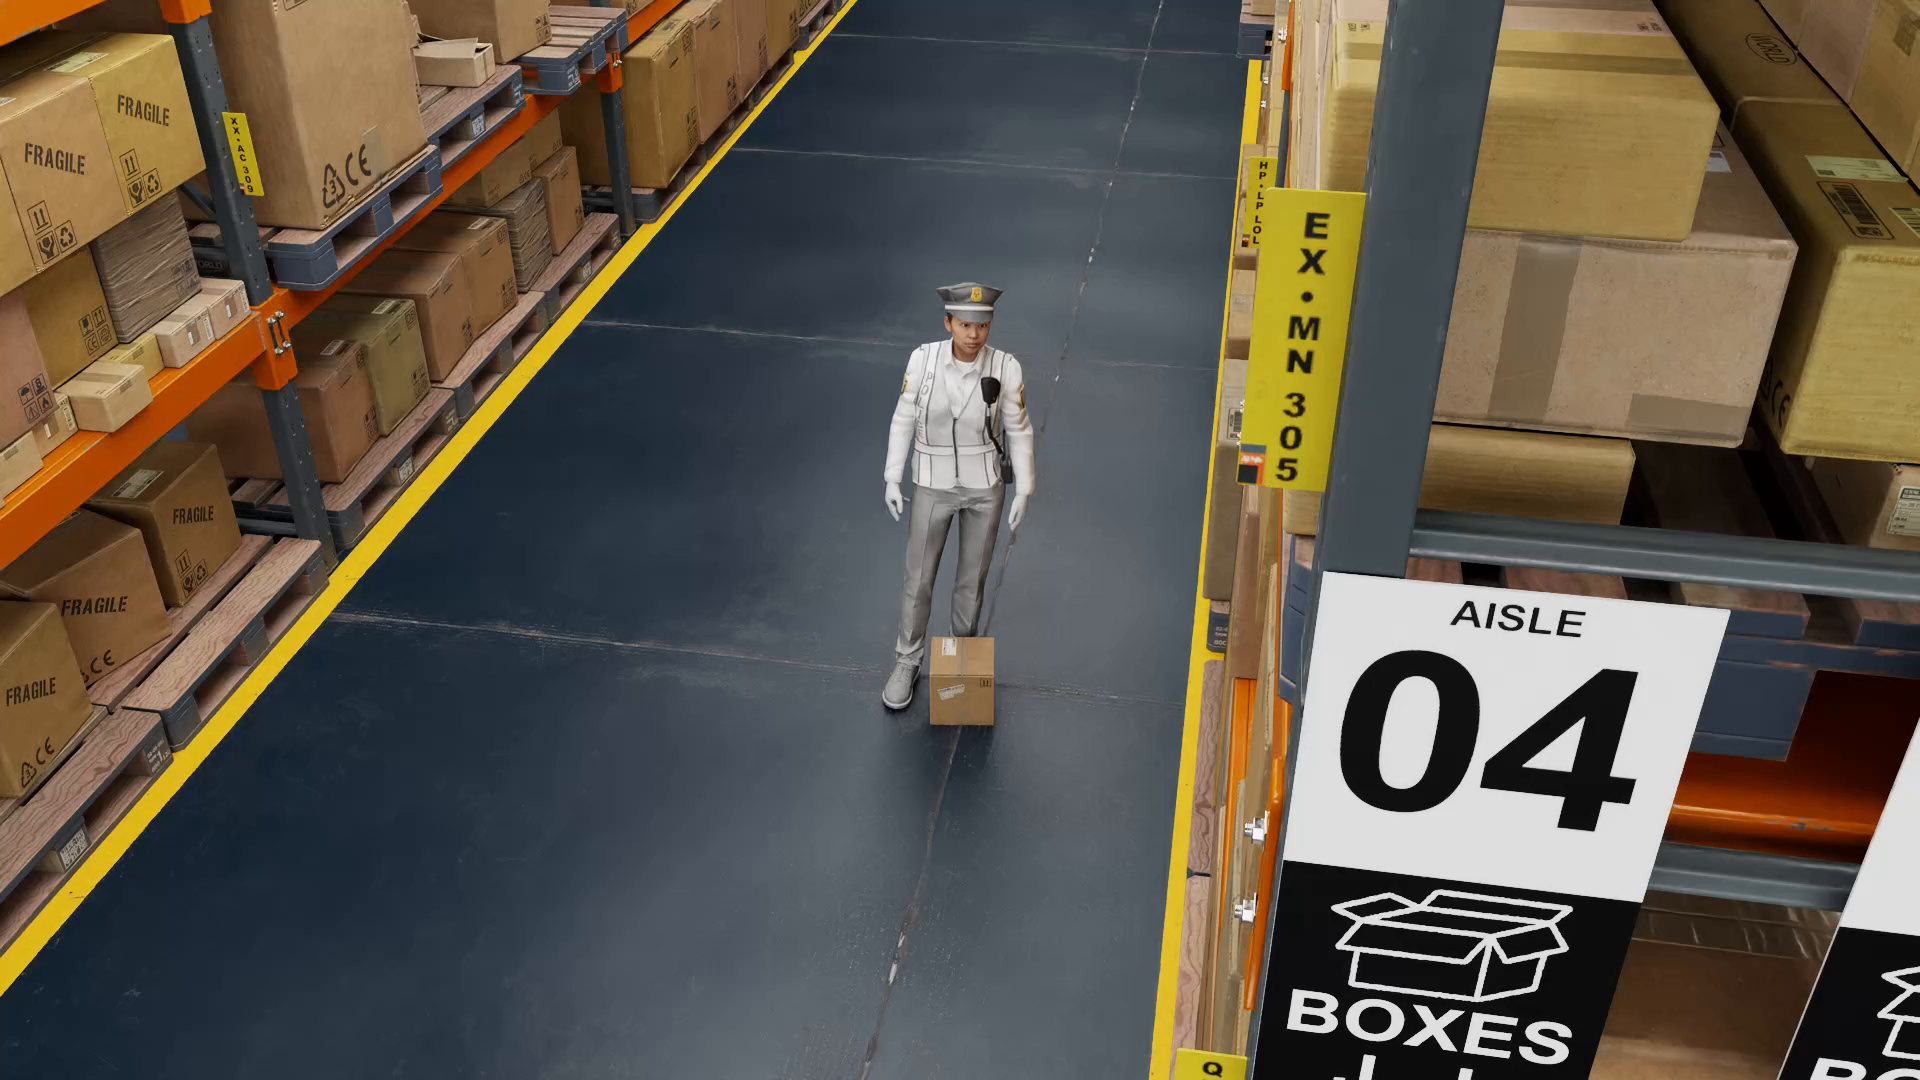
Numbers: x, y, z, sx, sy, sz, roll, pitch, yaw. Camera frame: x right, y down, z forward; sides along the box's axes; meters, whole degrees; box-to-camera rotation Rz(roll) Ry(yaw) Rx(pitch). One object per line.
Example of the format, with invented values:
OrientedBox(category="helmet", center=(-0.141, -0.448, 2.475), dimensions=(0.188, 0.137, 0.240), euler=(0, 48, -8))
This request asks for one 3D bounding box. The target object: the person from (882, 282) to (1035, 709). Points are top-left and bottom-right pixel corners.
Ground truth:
OrientedBox(category="person", center=(-0.008, -0.170, 6.356), dimensions=(0.588, 1.697, 0.534), euler=(2, 33, 2))
